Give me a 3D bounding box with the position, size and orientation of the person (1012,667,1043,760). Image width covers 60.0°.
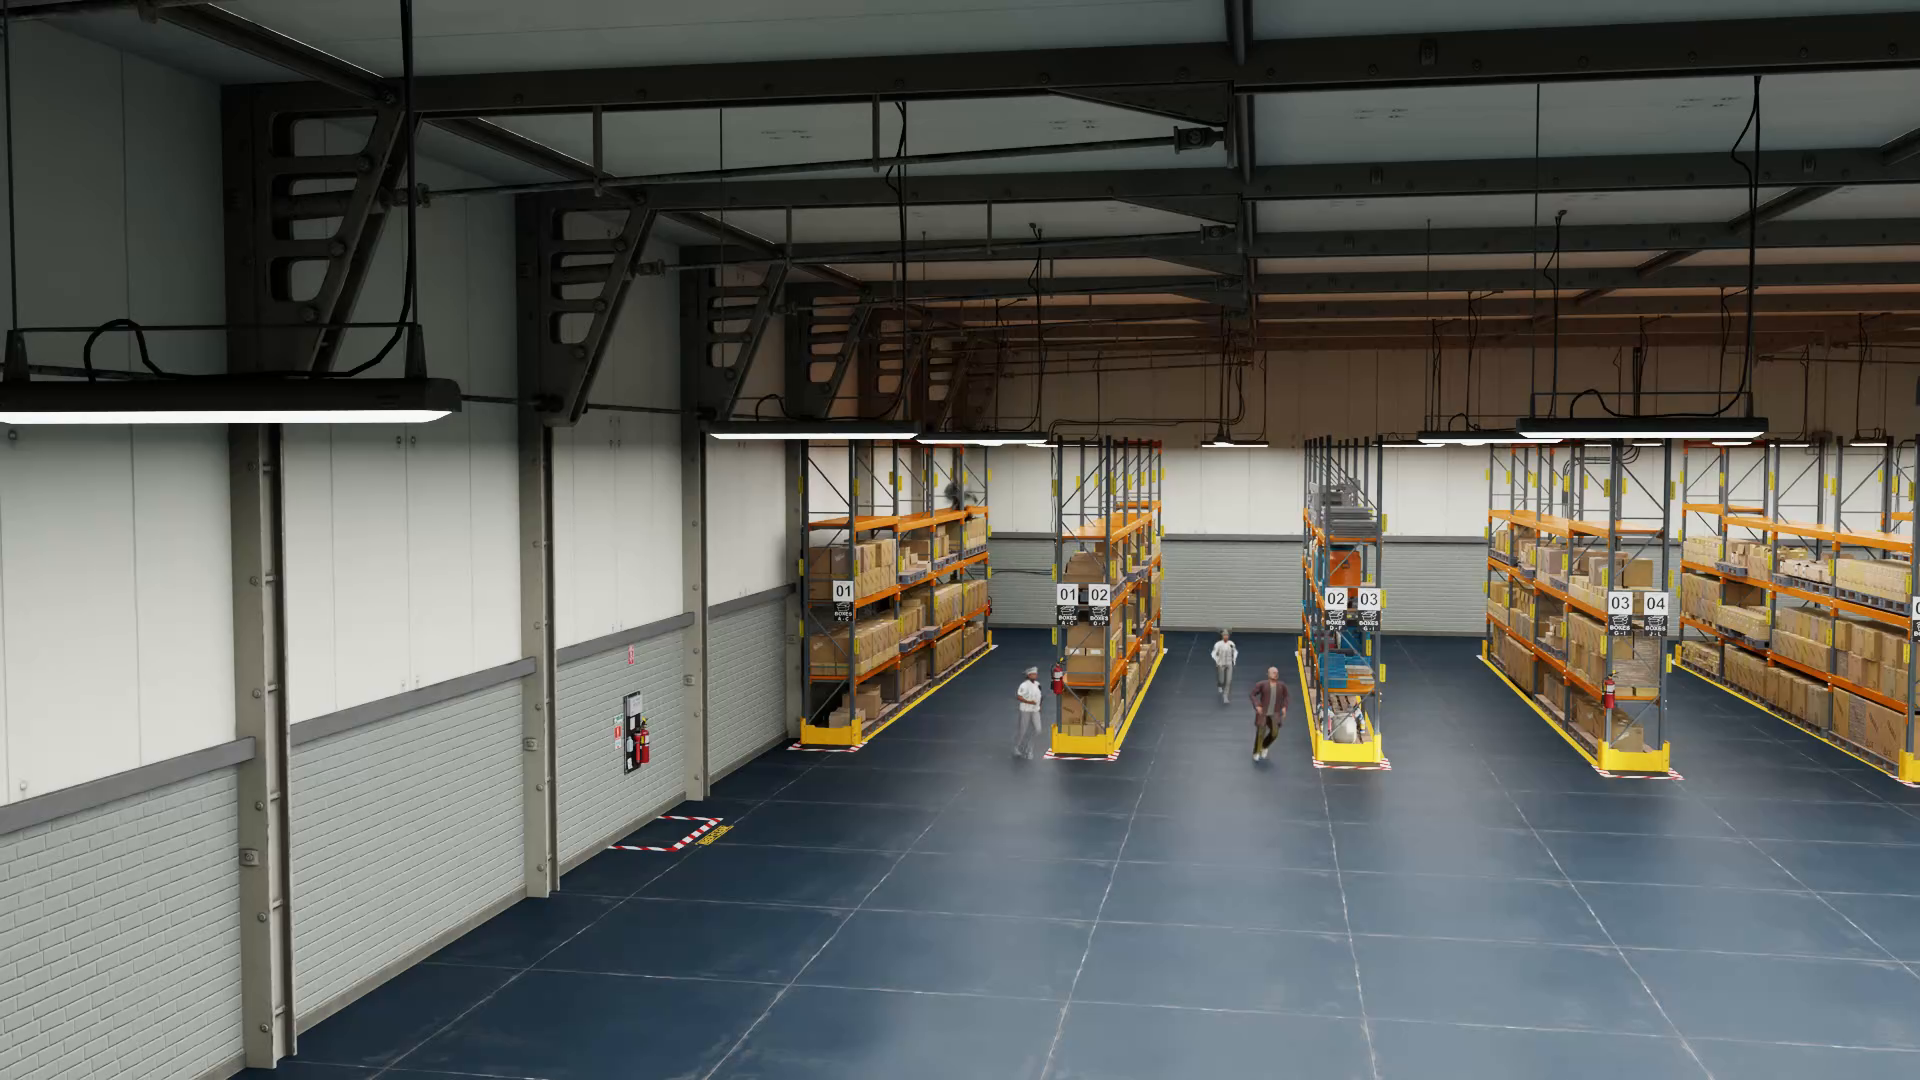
[{"bbox_3d":[1.309,3.208,30.934,0.612,1.714,0.672,-2,4,-29],"label":"person"}]

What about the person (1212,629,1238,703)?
[{"bbox_3d":[6.047,2.853,37.912,0.617,1.665,0.696,0,3,-2],"label":"person"}]

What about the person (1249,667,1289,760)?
[{"bbox_3d":[5.716,3.205,30.625,0.776,1.718,0.576,0,3,-2],"label":"person"}]
